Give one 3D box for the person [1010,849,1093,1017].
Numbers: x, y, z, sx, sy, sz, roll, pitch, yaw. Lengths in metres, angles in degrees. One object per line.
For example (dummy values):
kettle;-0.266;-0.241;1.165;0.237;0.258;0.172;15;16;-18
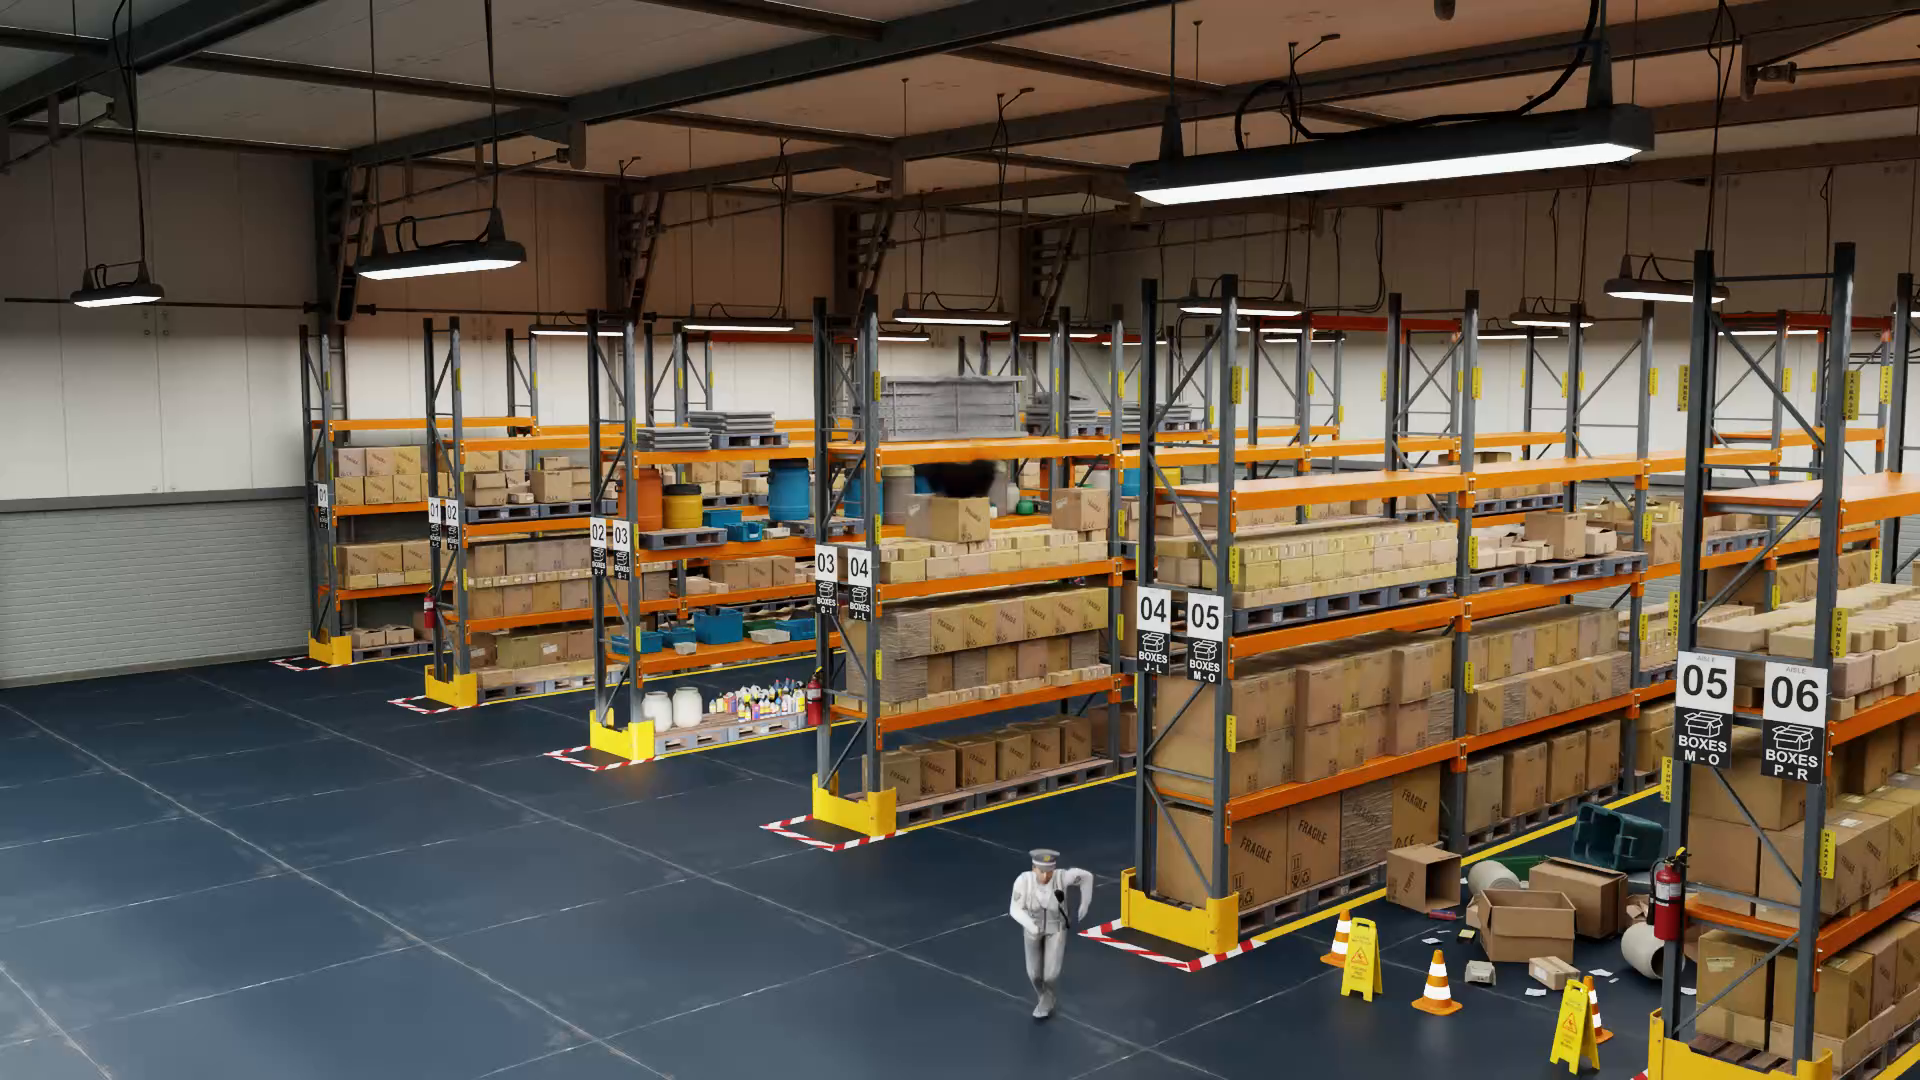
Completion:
person;0.719;3.102;13.058;0.644;1.503;0.841;1;6;5
